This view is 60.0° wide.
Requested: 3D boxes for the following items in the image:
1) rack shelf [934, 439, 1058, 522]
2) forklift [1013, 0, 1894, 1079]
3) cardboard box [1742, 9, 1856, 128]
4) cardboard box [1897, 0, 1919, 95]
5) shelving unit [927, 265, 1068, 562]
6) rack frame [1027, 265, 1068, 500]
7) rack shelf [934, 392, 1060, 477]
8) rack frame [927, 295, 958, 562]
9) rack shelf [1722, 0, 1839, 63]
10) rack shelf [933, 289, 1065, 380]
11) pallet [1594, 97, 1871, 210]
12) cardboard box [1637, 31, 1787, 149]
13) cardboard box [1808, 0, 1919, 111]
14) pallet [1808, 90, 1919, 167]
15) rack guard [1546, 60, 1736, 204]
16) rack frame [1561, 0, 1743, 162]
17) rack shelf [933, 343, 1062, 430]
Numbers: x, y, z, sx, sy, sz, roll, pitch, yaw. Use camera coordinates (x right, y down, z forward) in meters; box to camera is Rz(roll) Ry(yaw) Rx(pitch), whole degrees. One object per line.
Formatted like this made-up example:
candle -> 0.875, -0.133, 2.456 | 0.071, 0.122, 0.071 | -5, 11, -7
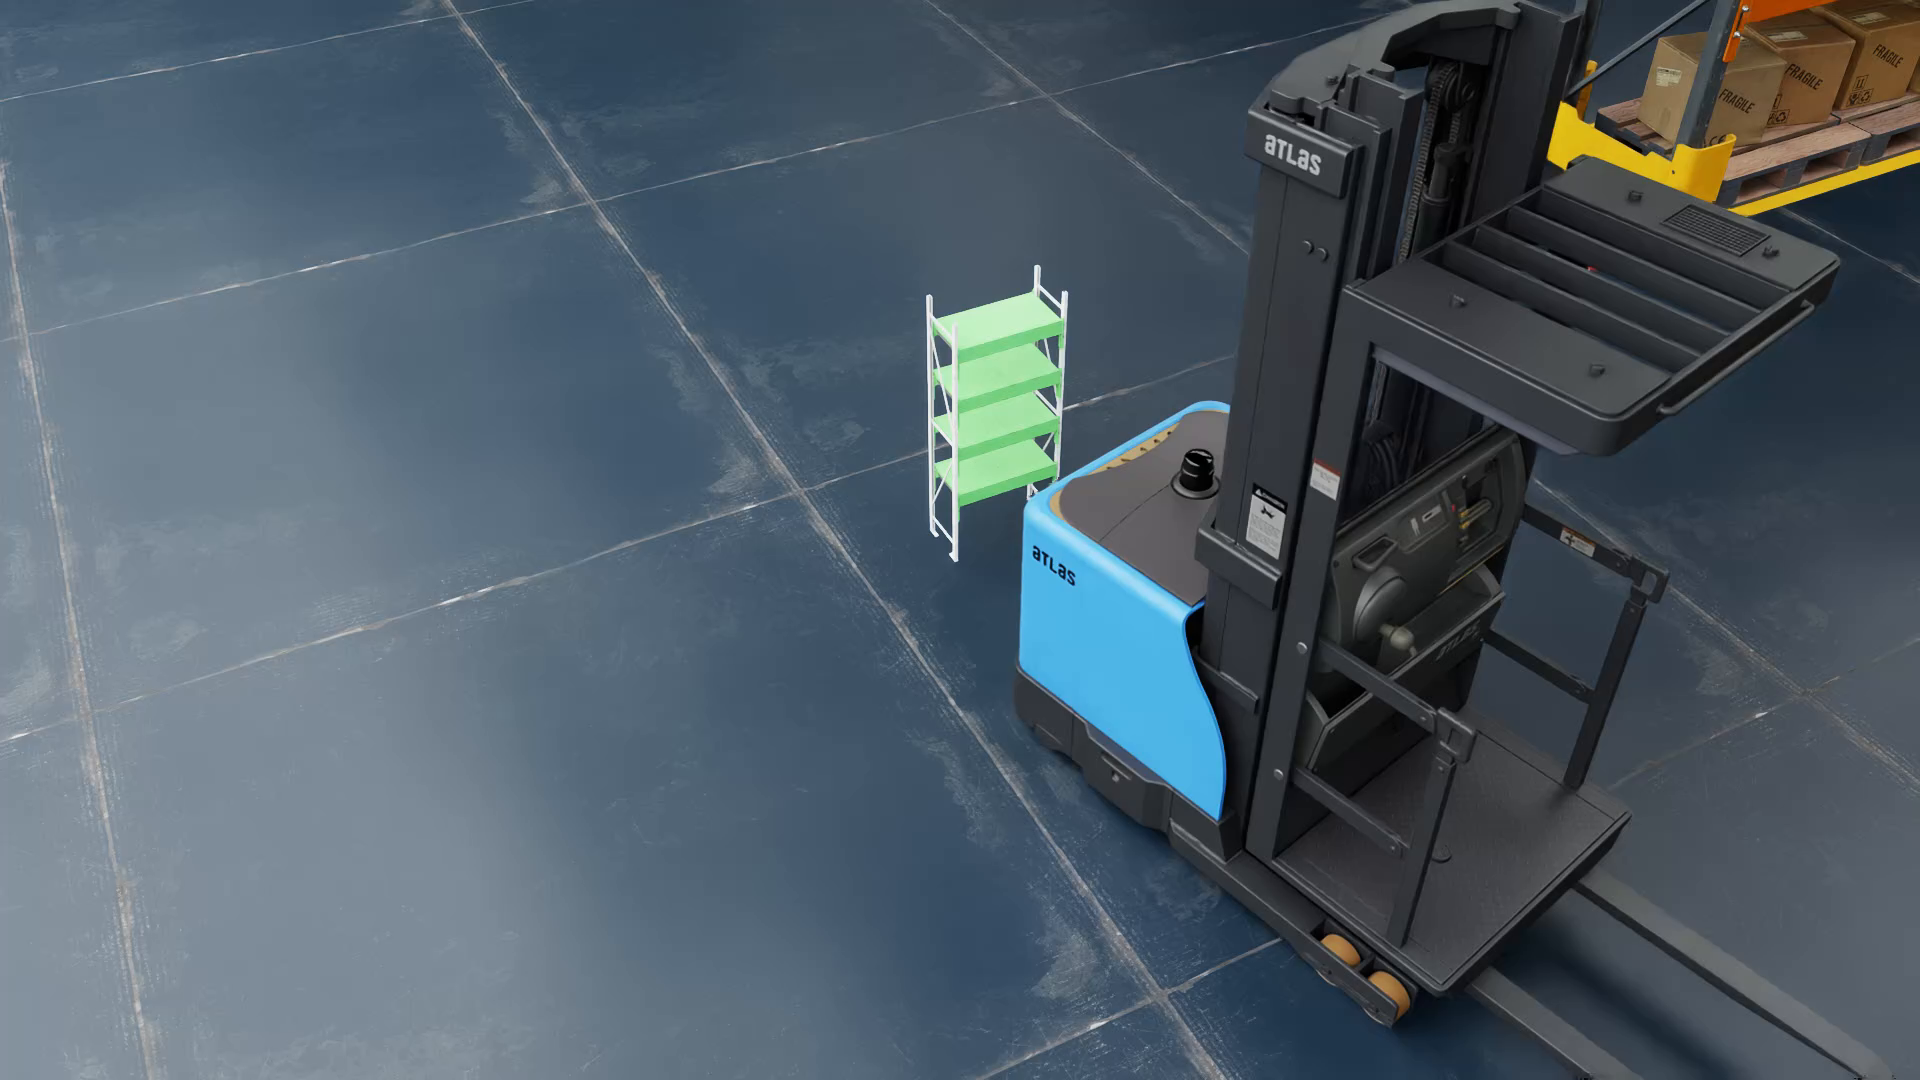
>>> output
rack shelf -> 0.147, -0.275, 7.117 | 0.480, 0.148, 0.258 | -19, 44, -21
forklift -> 1.558, 0.072, 4.896 | 1.130, 2.935, 3.031 | -30, 49, -30
cardboard box -> 4.845, -2.793, 9.837 | 0.500, 0.500, 0.500 | -8, 41, -9
cardboard box -> 5.925, -3.109, 10.211 | 0.500, 0.500, 0.500 | -22, 45, -24
shelving unit -> 0.147, -0.507, 6.921 | 0.503, 1.200, 0.258 | -19, 44, -21
rack frame -> 0.363, -0.580, 7.007 | 0.015, 1.200, 0.240 | -19, 44, -21
rack shelf -> 0.147, -0.459, 6.962 | 0.480, 0.148, 0.258 | -19, 44, -21
rack frame -> -0.070, -0.435, 6.835 | 0.015, 1.200, 0.240 | -19, 44, -21
rack shelf -> 5.543, -3.534, 9.660 | 4.000, 0.370, 1.077 | -19, 44, -21
rack shelf -> 0.147, -0.825, 6.652 | 0.480, 0.148, 0.258 | -19, 44, -21
pallet -> 4.574, -2.392, 9.913 | 1.213, 0.211, 1.003 | -19, 44, -21
cardboard box -> 4.331, -2.594, 9.603 | 0.500, 0.500, 0.500 | -11, 41, -13
cardboard box -> 5.409, -2.969, 10.045 | 0.500, 0.500, 0.500 | -15, 42, -17
pallet -> 5.654, -2.754, 10.340 | 1.213, 0.211, 1.003 | -19, 44, -21
rack guard -> 3.837, -2.280, 9.557 | 0.348, 0.500, 1.175 | -19, 44, -21
rack frame -> 3.769, -3.212, 8.722 | 0.127, 3.000, 1.000 | -19, 44, -21
rack shelf -> 0.147, -0.642, 6.807 | 0.480, 0.148, 0.258 | -19, 44, -21
